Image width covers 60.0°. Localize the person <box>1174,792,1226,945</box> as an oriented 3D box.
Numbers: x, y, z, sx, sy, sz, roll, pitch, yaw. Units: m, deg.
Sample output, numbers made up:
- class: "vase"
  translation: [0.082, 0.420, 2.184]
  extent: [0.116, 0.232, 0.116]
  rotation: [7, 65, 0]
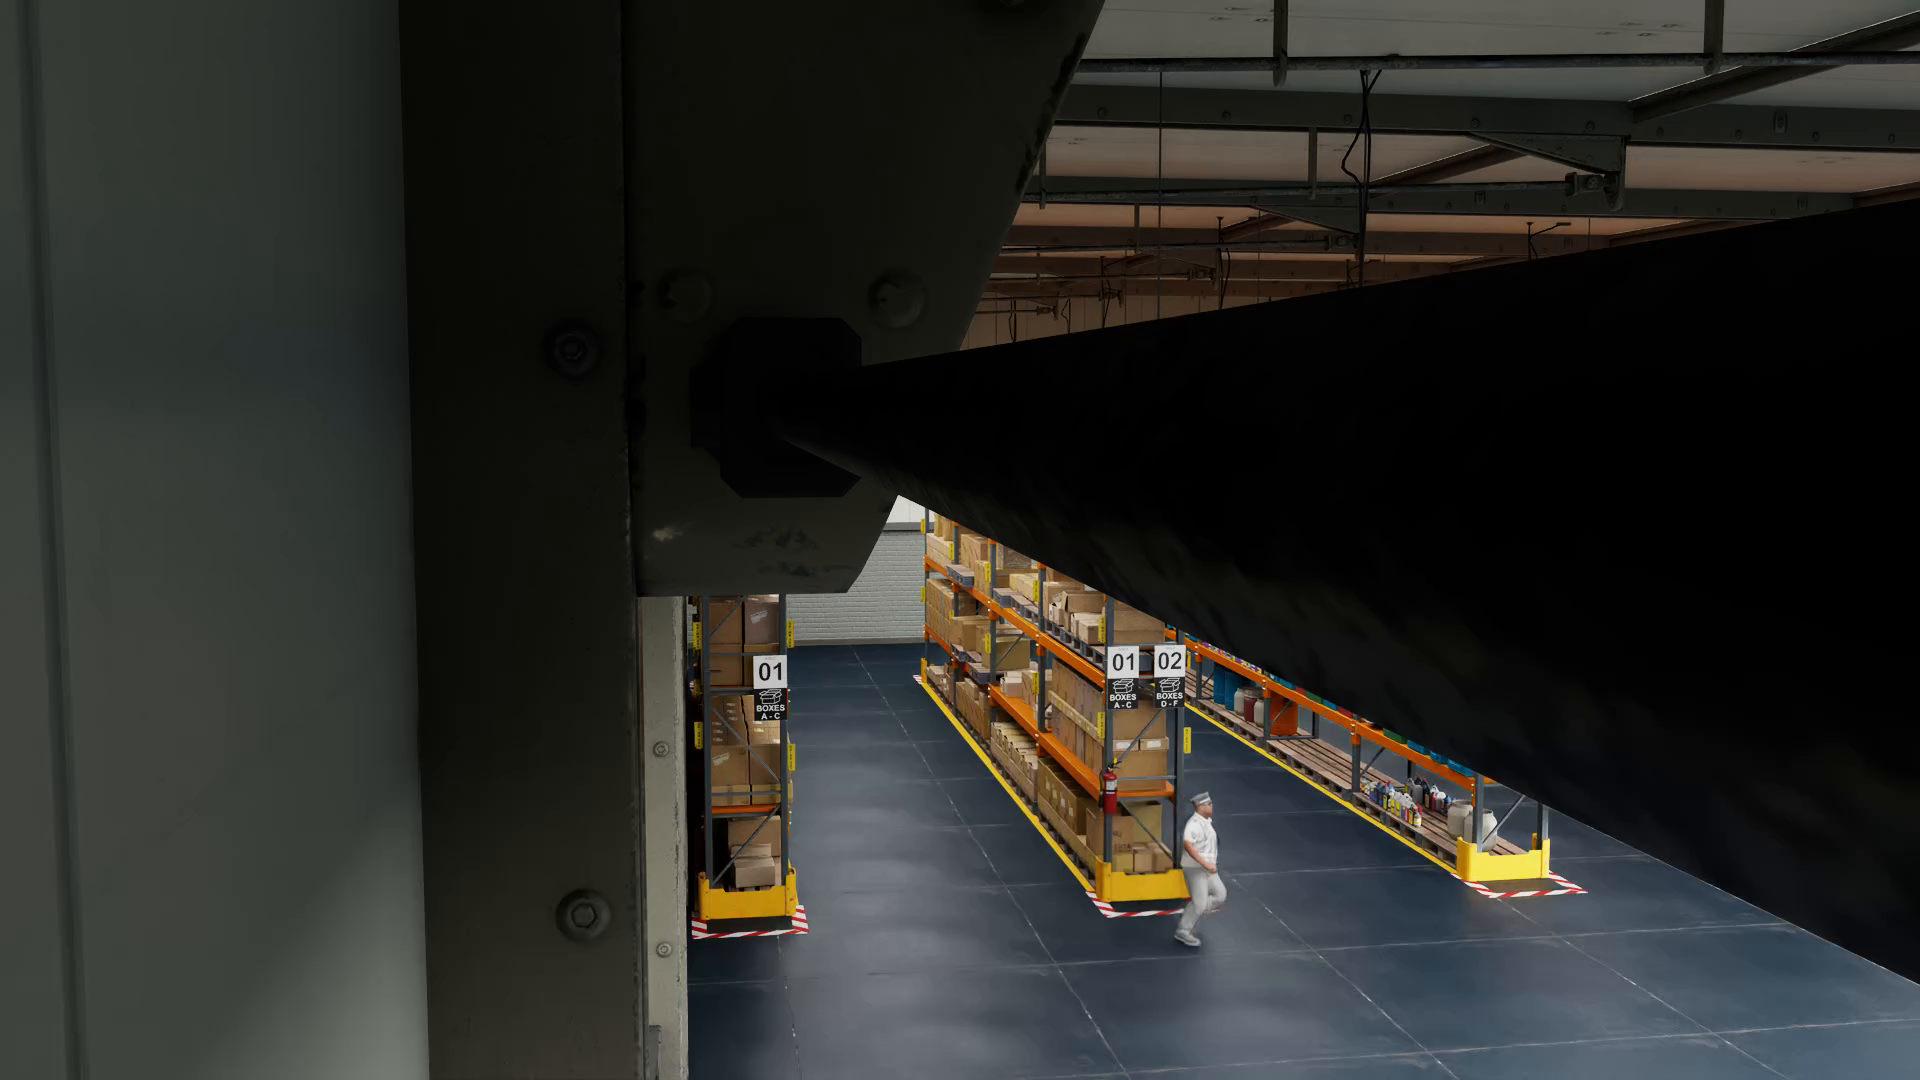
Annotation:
- class: "person"
  translation: [2.829, 3.778, 19.296]
  extent: [0.530, 1.714, 0.719]
  rotation: [3, 6, 27]
